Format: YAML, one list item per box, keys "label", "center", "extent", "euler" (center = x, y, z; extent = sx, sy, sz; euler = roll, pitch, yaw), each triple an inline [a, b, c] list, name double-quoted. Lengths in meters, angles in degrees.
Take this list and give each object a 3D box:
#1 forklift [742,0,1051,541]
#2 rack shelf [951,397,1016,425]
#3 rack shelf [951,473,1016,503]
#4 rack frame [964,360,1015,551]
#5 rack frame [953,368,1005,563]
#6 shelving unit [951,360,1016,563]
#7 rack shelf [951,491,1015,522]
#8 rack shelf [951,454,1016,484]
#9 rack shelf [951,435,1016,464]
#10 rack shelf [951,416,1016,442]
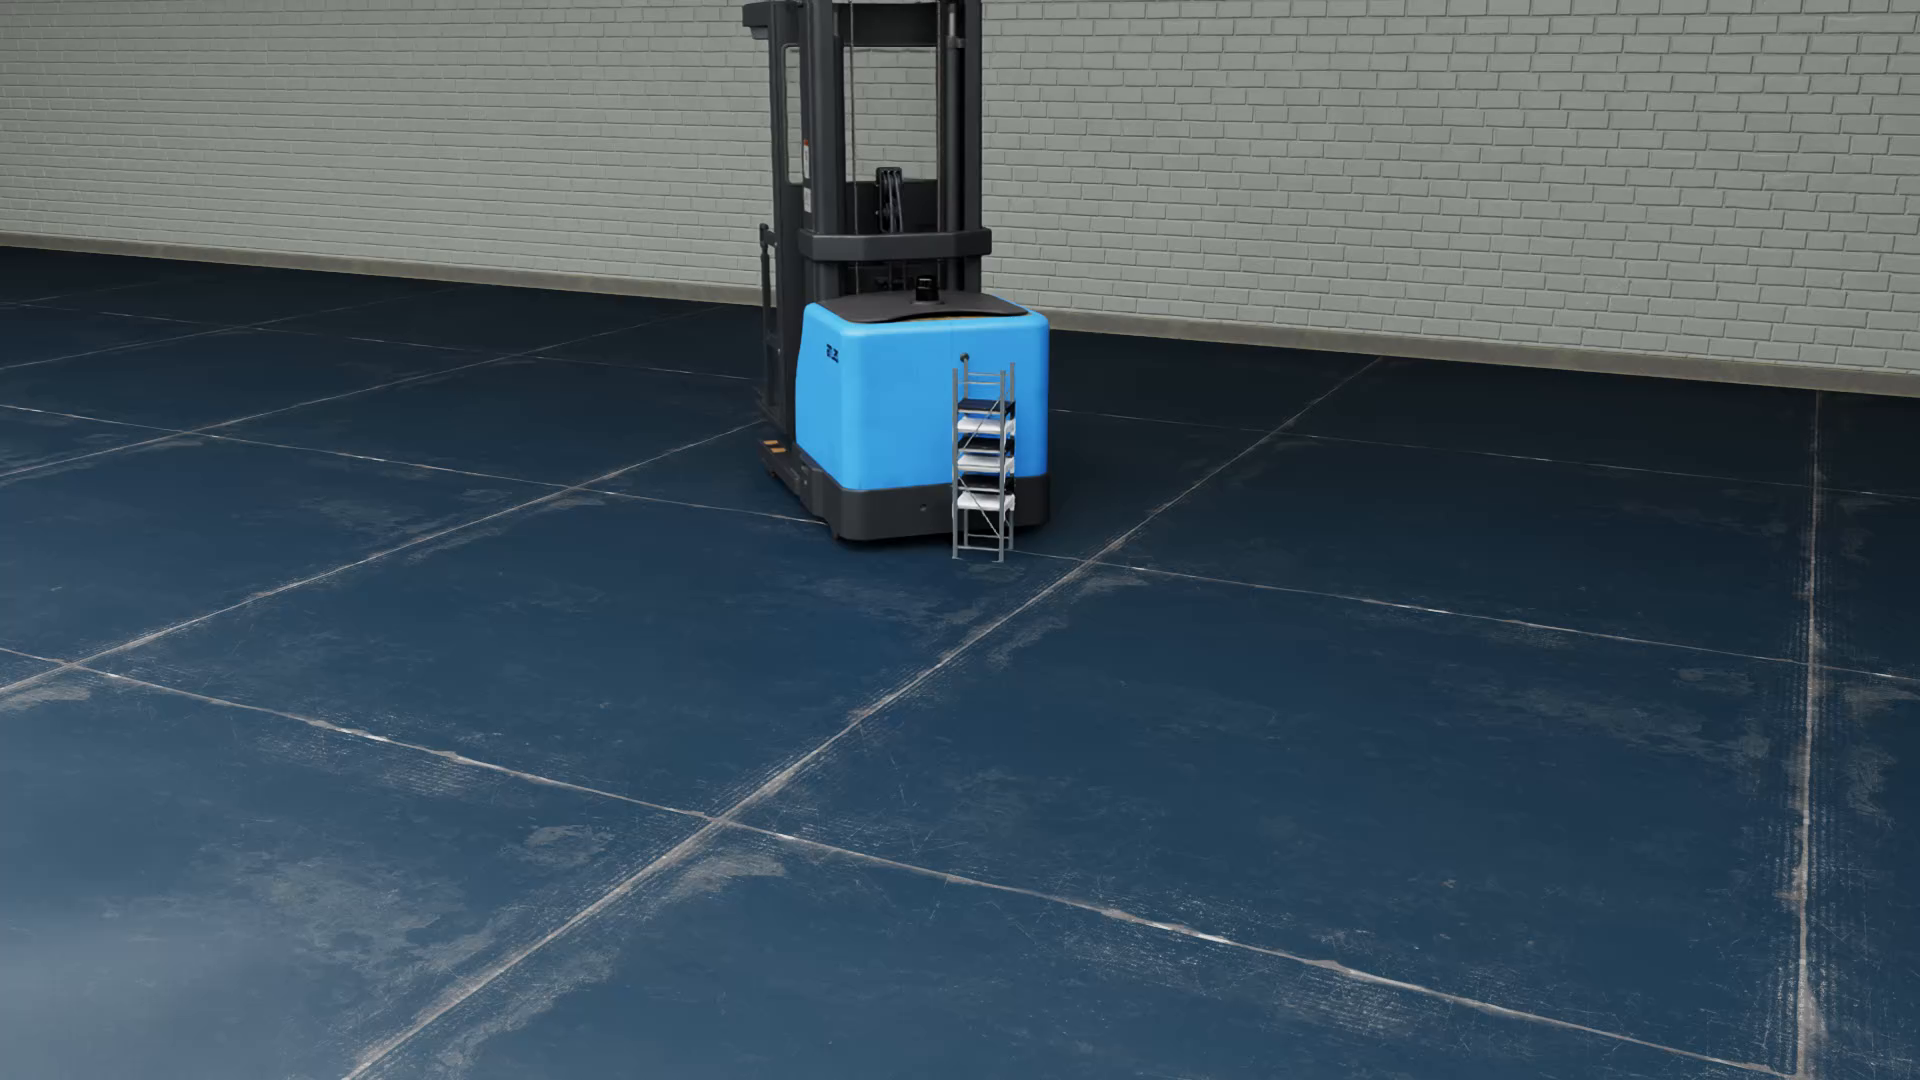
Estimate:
- label: "forklift"
  center: [-0.506, -1.781, 8.873]
  extent: [1.130, 2.935, 3.031]
  euler: [-5, 17, -17]
- label: "rack shelf"
  center: [0.109, -0.588, 7.592]
  extent: [0.258, 0.077, 0.200]
  euler: [4, 17, 14]
- label: "rack shelf"
  center: [0.109, -0.243, 7.695]
  extent: [0.258, 0.077, 0.200]
  euler: [4, 17, 14]
- label: "rack frame"
  center: [0.134, -0.389, 7.754]
  extent: [0.240, 0.900, 0.006]
  euler: [4, 17, 14]
- label: "rack frame"
  center: [0.084, -0.333, 7.565]
  extent: [0.240, 0.900, 0.006]
  euler: [4, 17, 14]
- label: "shelving unit"
  center: [0.109, -0.361, 7.660]
  extent: [0.258, 0.900, 0.210]
  euler: [4, 17, 14]
- label: "rack shelf"
  center: [0.109, -0.157, 7.720]
  extent: [0.258, 0.077, 0.200]
  euler: [4, 17, 14]
- label: "rack shelf"
  center: [0.109, -0.329, 7.669]
  extent: [0.258, 0.077, 0.200]
  euler: [4, 17, 14]
- label: "rack shelf"
  center: [0.109, -0.416, 7.644]
  extent: [0.258, 0.077, 0.200]
  euler: [4, 17, 14]
- label: "rack shelf"
  center: [0.109, -0.502, 7.618]
  extent: [0.258, 0.077, 0.200]
  euler: [4, 17, 14]
